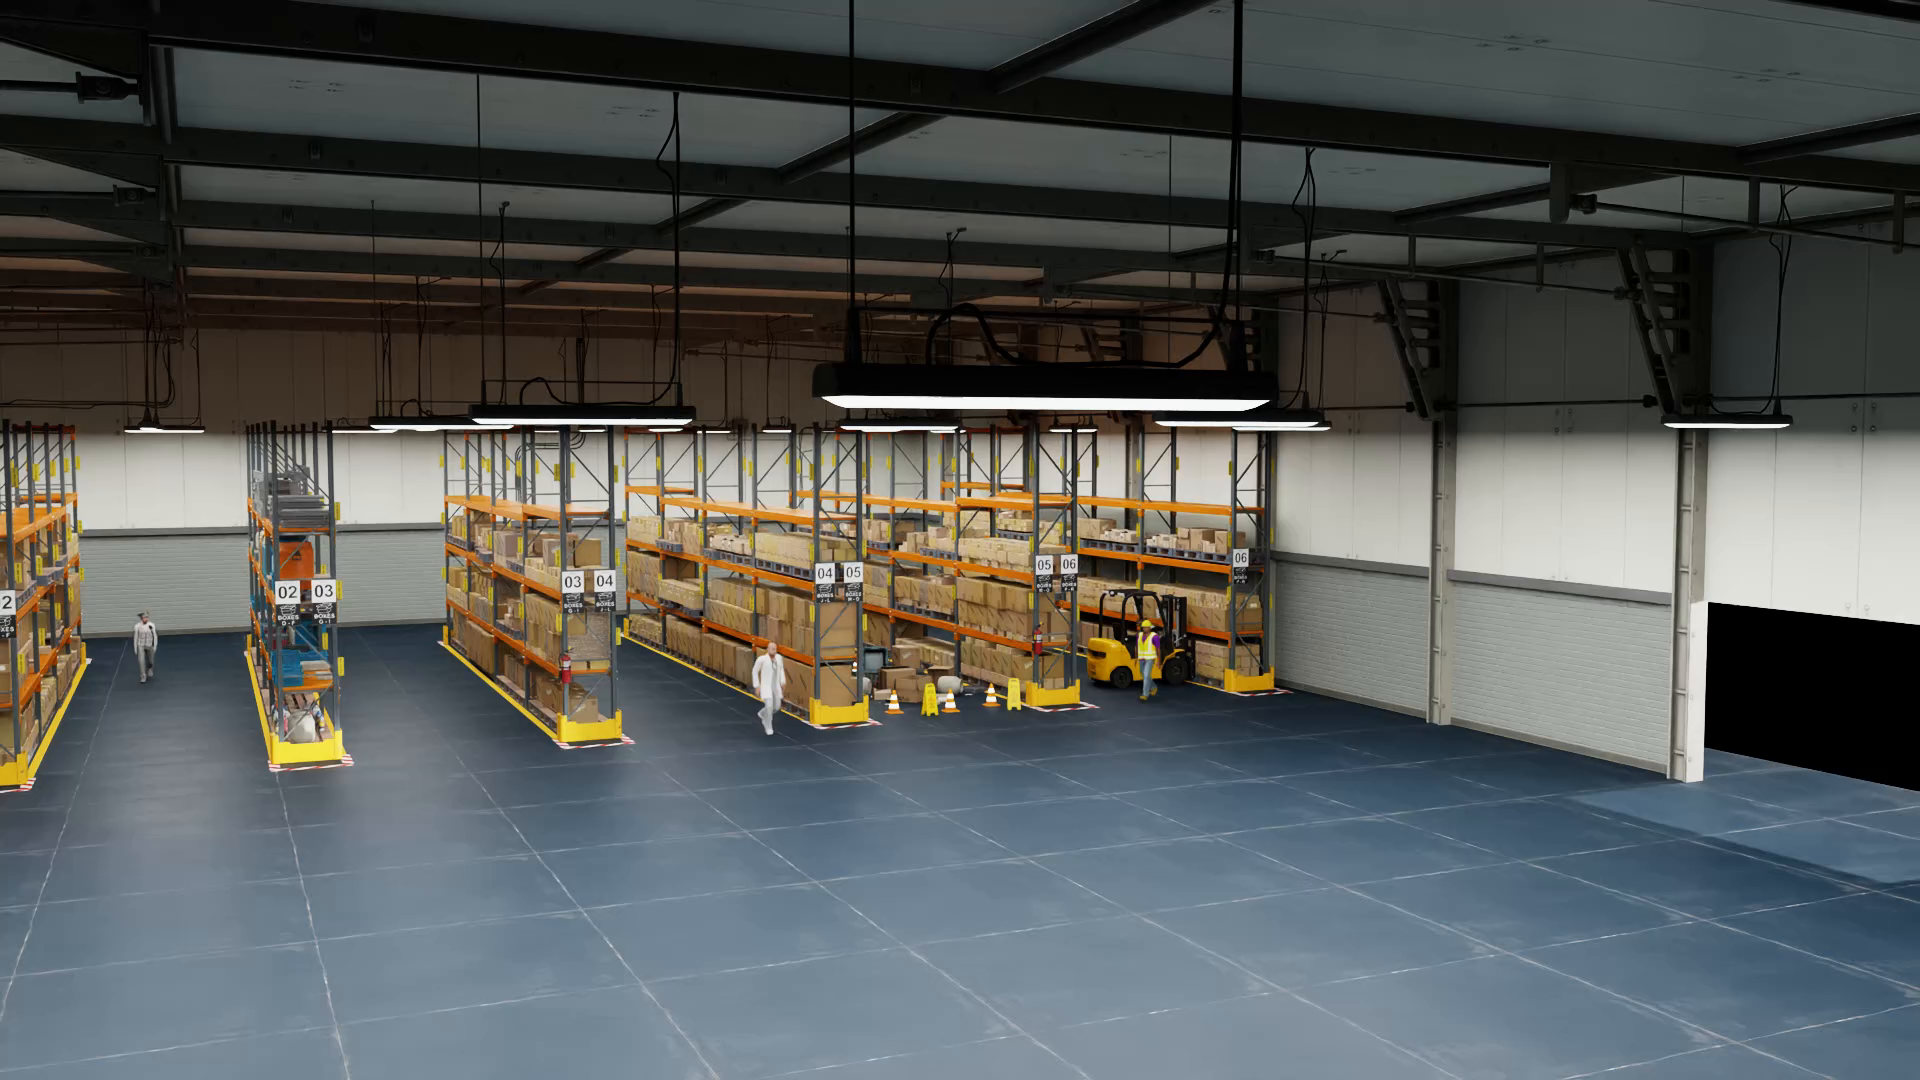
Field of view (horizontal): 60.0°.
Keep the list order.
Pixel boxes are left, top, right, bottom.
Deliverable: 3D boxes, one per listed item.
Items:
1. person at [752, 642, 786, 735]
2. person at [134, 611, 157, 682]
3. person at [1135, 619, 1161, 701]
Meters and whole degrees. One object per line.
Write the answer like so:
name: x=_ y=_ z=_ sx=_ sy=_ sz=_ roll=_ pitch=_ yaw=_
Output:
person: x=-3.738 y=2.842 z=32.180 sx=0.665 sy=1.759 sz=0.768 roll=-3 pitch=5 yaw=-41
person: x=-19.023 y=2.464 z=38.831 sx=0.488 sy=1.632 sz=0.852 roll=-2 pitch=4 yaw=-27
person: x=4.094 y=2.598 z=36.179 sx=0.609 sy=1.751 sz=0.879 roll=3 pitch=5 yaw=43
